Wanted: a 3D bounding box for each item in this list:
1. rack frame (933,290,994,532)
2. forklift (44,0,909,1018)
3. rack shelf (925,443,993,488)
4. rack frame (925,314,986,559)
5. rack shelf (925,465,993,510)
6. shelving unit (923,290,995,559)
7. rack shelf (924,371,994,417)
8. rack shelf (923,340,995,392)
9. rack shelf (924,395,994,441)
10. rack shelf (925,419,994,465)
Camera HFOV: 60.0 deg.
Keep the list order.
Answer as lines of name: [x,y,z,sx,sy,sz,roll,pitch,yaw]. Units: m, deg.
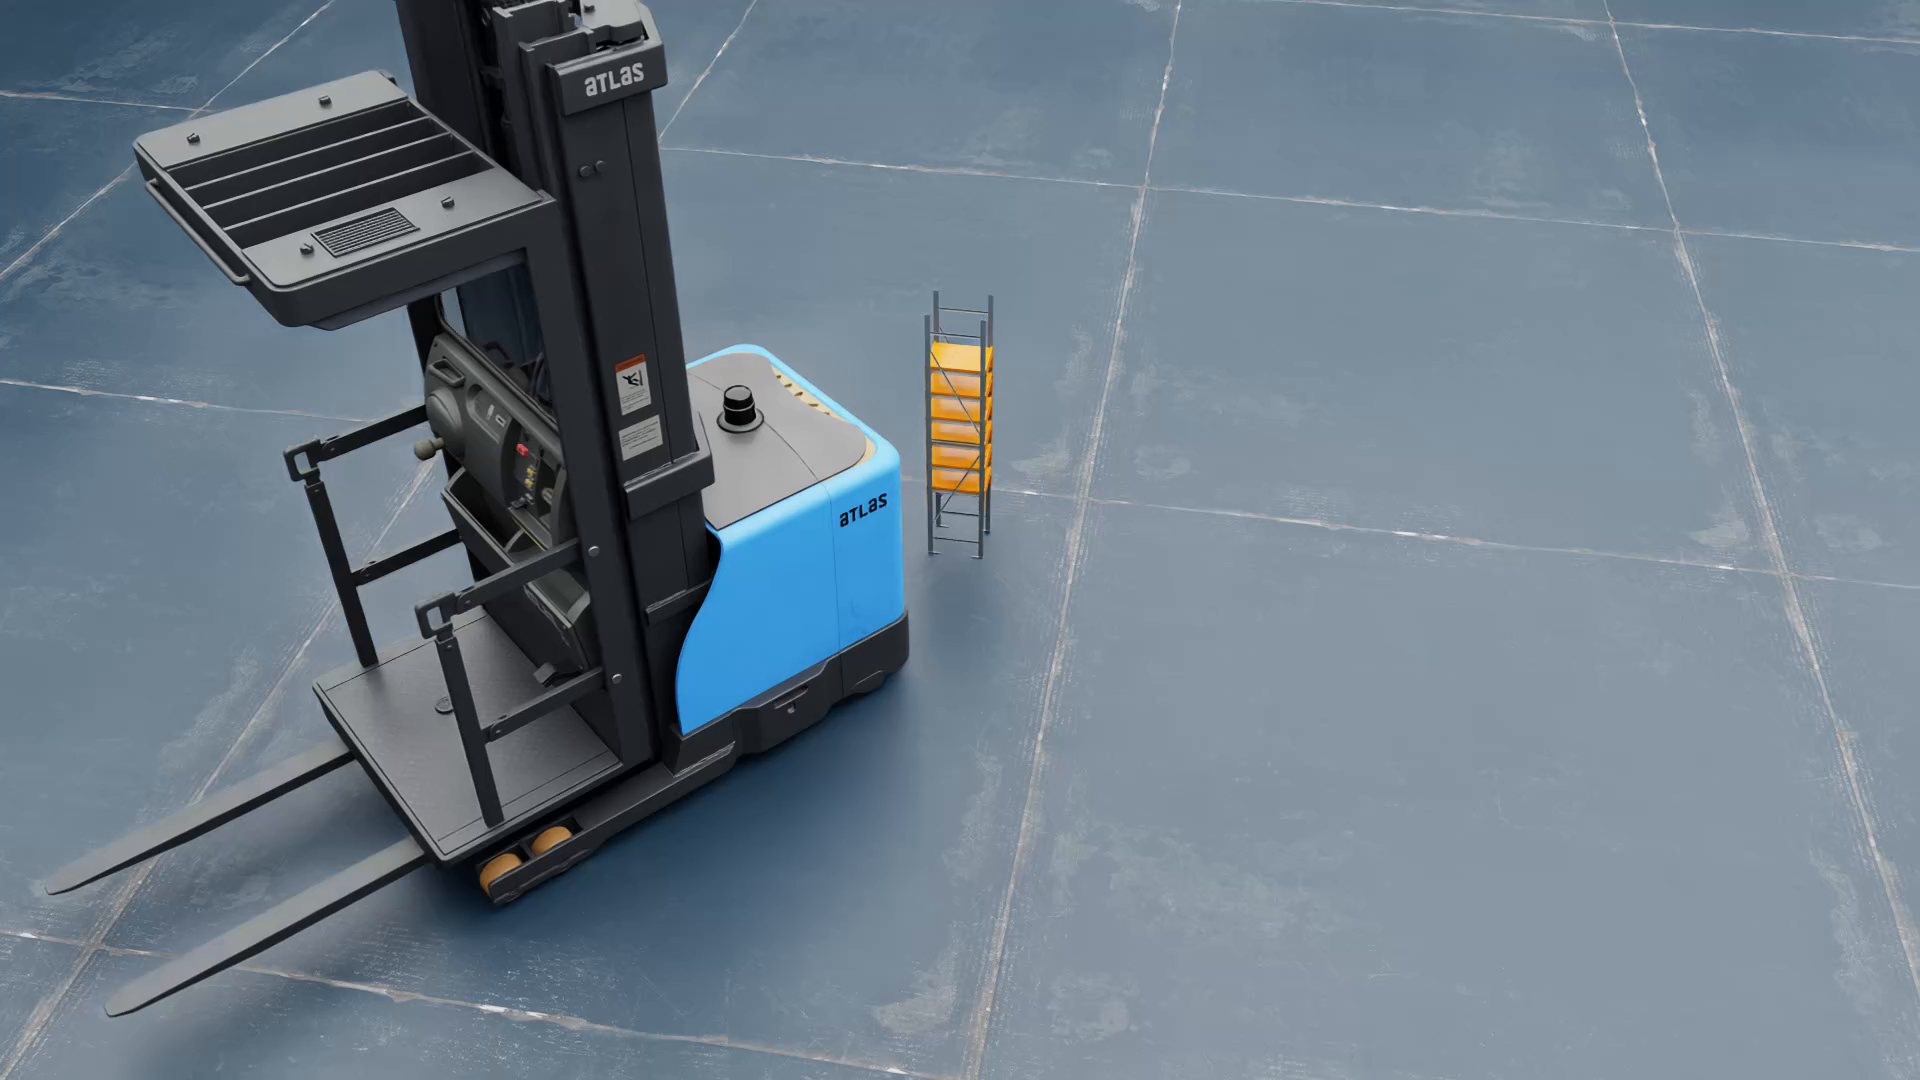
rack frame: [0.013,-0.511,6.926,0.240,1.200,0.006,6,40,8]
forklift: [-1.661,-0.263,5.268,3.031,2.935,1.130,-28,47,-29]
rack shelf: [-0.003,-0.327,6.961,0.258,0.103,0.180,6,40,8]
rack frame: [-0.018,-0.396,6.787,0.240,1.200,0.006,6,40,8]
rack shelf: [-0.003,-0.234,7.038,0.258,0.103,0.180,6,40,8]
shelving unit: [-0.002,-0.453,6.857,0.258,1.200,0.189,6,40,8]
rack shelf: [-0.002,-0.604,6.732,0.258,0.103,0.180,6,40,8]
rack shelf: [-0.002,-0.697,6.656,0.258,0.103,0.180,6,40,8]
rack shelf: [-0.002,-0.512,6.809,0.258,0.103,0.180,6,40,8]
rack shelf: [-0.002,-0.419,6.885,0.258,0.103,0.180,6,40,8]
